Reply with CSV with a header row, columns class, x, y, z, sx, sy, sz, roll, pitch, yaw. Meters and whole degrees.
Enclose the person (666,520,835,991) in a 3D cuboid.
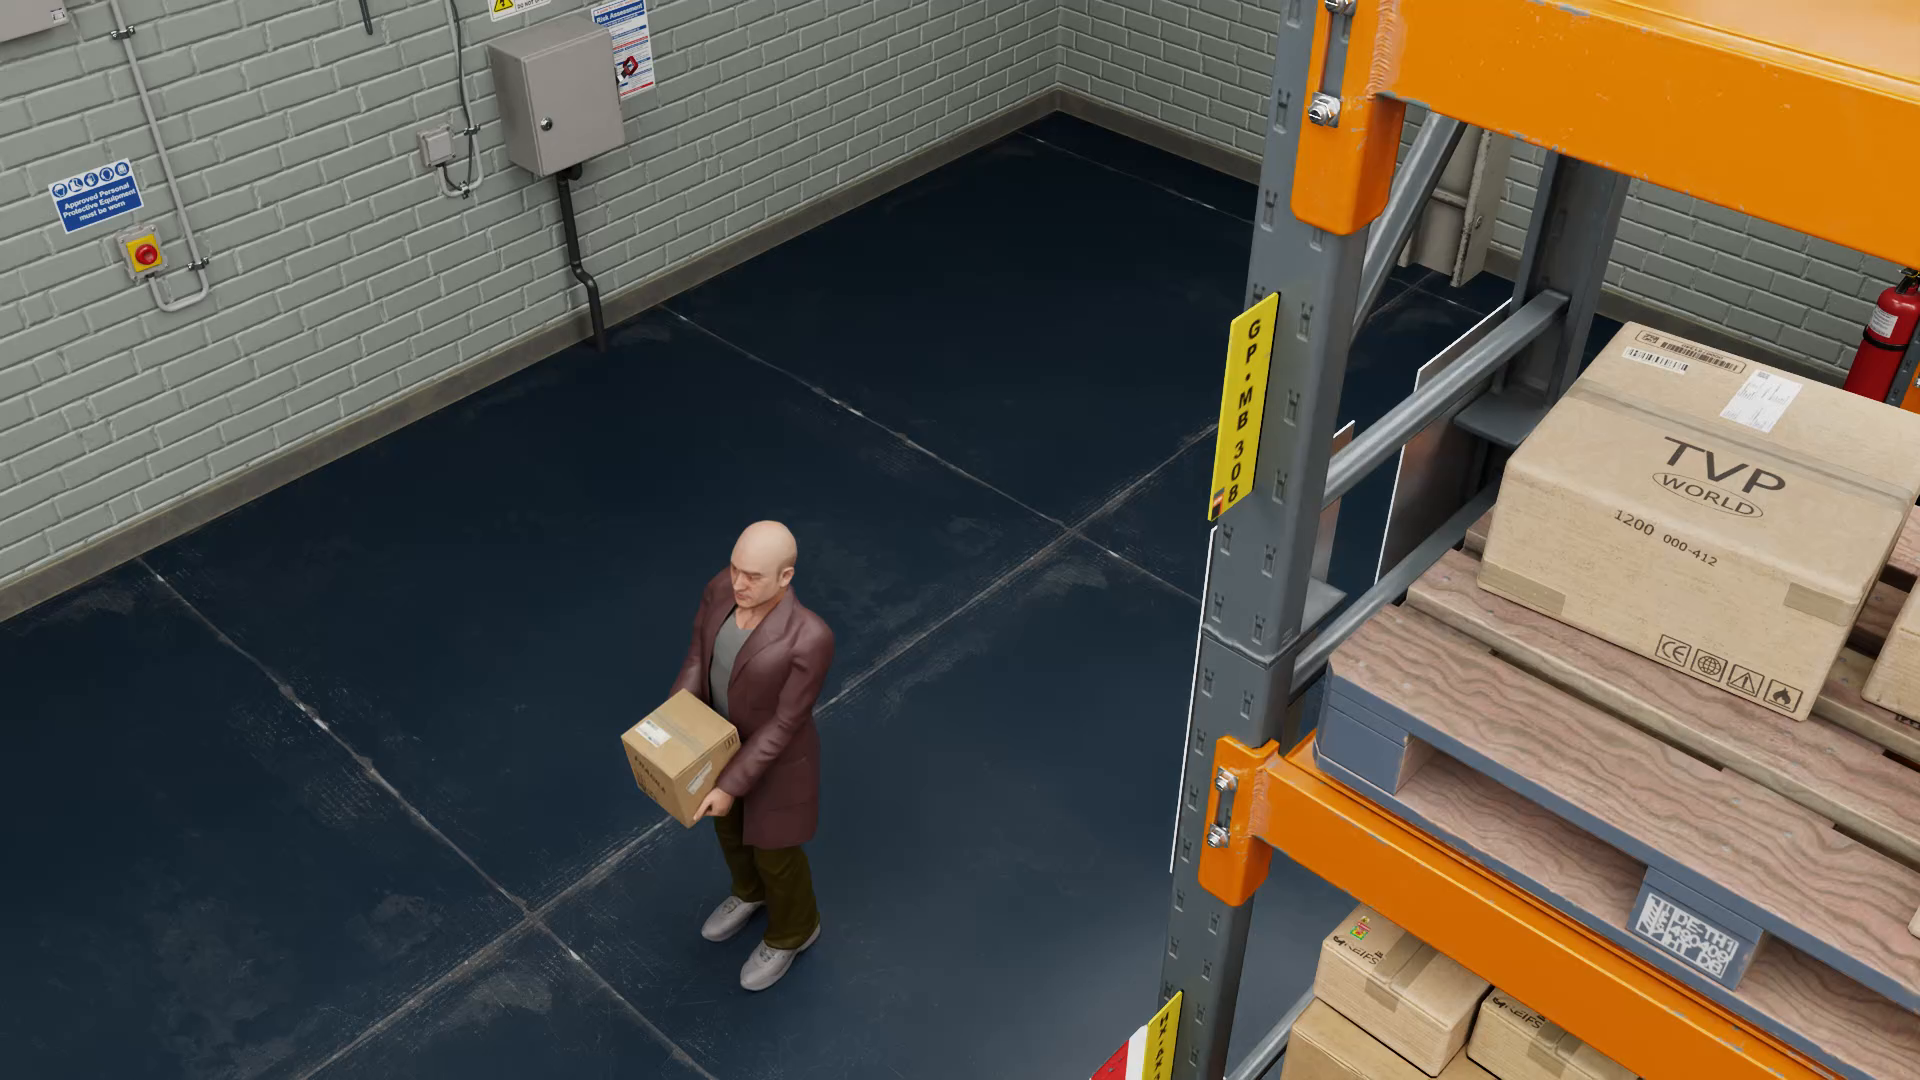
class,x,y,z,sx,sy,sz,roll,pitch,yaw
person,-0.699,0.725,5.271,0.529,1.771,0.554,31,48,33
